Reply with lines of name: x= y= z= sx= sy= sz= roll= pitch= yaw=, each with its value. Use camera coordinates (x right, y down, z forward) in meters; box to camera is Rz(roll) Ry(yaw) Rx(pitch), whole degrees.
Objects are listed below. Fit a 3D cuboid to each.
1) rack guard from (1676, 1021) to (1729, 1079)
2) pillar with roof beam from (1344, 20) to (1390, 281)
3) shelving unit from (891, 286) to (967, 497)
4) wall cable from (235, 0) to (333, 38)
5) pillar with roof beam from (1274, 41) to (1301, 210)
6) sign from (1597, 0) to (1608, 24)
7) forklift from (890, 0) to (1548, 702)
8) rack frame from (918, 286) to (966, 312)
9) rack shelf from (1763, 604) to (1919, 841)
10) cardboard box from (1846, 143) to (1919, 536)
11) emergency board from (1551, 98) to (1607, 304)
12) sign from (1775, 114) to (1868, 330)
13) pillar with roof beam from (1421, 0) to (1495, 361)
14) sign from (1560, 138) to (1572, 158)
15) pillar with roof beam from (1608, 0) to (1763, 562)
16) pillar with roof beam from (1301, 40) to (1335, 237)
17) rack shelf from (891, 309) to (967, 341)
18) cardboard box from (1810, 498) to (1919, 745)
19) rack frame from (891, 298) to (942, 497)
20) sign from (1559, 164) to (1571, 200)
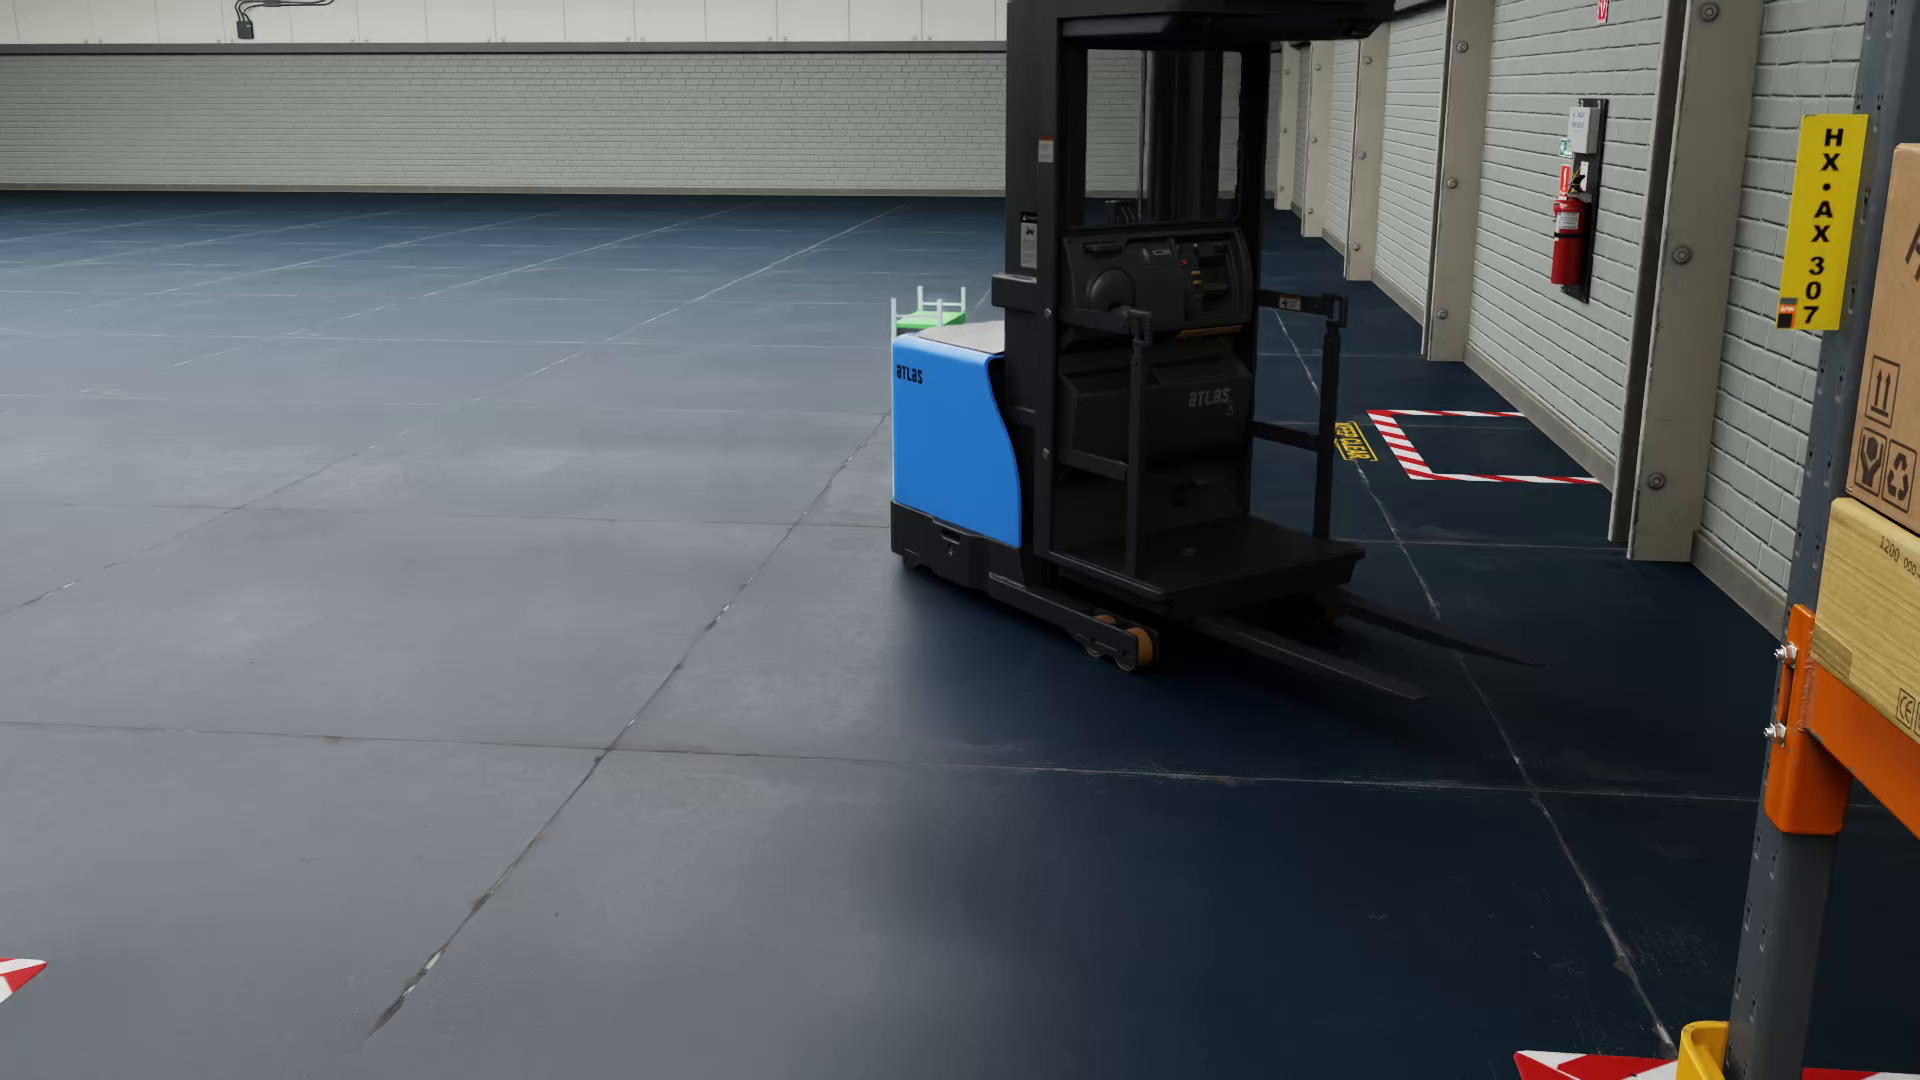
rack guard: x=1.857 y=1.174 z=2.862 sx=1.175 sy=0.500 sz=0.348 roll=2 pitch=15 yaw=6
pillar with roof beam: x=0.399 y=-7.536 z=18.793 sx=9.100 sy=9.000 sz=0.400 roll=2 pitch=15 yaw=6
shelving unit: x=-0.145 y=-0.601 z=8.085 sx=0.258 sy=1.200 sz=0.503 roll=3 pitch=16 yaw=13
wall cable: x=-14.191 y=-13.533 z=34.454 sx=2.305 sy=6.003 sz=0.169 roll=2 pitch=15 yaw=6
pillar with roof beam: x=1.753 y=-10.649 z=30.303 sx=9.100 sy=9.000 sz=0.400 roll=2 pitch=15 yaw=6
sign: x=3.739 y=-3.159 z=9.658 sx=0.001 sy=0.298 sz=0.199 roll=2 pitch=15 yaw=6
forklift: x=0.916 y=-1.058 z=6.458 sx=1.130 sy=2.935 sz=3.031 roll=-10 pitch=18 yaw=-32
rack frame: x=-0.089 y=-0.663 z=8.314 sx=0.240 sy=1.200 sz=0.015 roll=3 pitch=16 yaw=13
rack shelf: x=1.639 y=0.814 z=0.784 sx=1.077 sy=0.370 sz=4.000 roll=2 pitch=15 yaw=6
cardboard box: x=1.513 y=-0.236 z=2.102 sx=0.500 sy=0.500 sz=0.500 roll=2 pitch=15 yaw=6
emergency board: x=3.639 y=-2.041 z=9.964 sx=0.194 sy=1.169 sz=0.643 roll=2 pitch=15 yaw=6
sign: x=1.326 y=-0.486 z=2.554 sx=0.100 sy=0.325 sz=0.005 roll=2 pitch=15 yaw=6
pillar with roof beam: x=-0.278 y=-5.980 z=13.038 sx=9.100 sy=9.000 sz=0.400 roll=2 pitch=15 yaw=6
sign: x=3.795 y=-2.454 z=10.406 sx=0.001 sy=0.109 sz=0.331 roll=2 pitch=15 yaw=6
pillar with roof beam: x=-0.955 y=-4.424 z=7.283 sx=9.100 sy=9.000 sz=0.400 roll=2 pitch=15 yaw=6
pillar with roof beam: x=1.076 y=-9.092 z=24.548 sx=9.100 sy=9.000 sz=0.400 roll=2 pitch=15 yaw=6
rack shelf: x=-0.145 y=-1.002 z=7.976 sx=0.258 sy=0.148 sz=0.480 roll=3 pitch=16 yaw=13
cardboard box: x=1.495 y=0.128 z=2.192 sx=0.500 sy=0.250 sz=0.500 roll=1 pitch=15 yaw=5
rack frame: x=-0.200 y=-0.539 z=7.856 sx=0.240 sy=1.200 sz=0.015 roll=3 pitch=16 yaw=13
sign: x=3.804 y=-2.199 z=10.478 sx=0.001 sy=0.329 sz=0.234 roll=2 pitch=15 yaw=6
